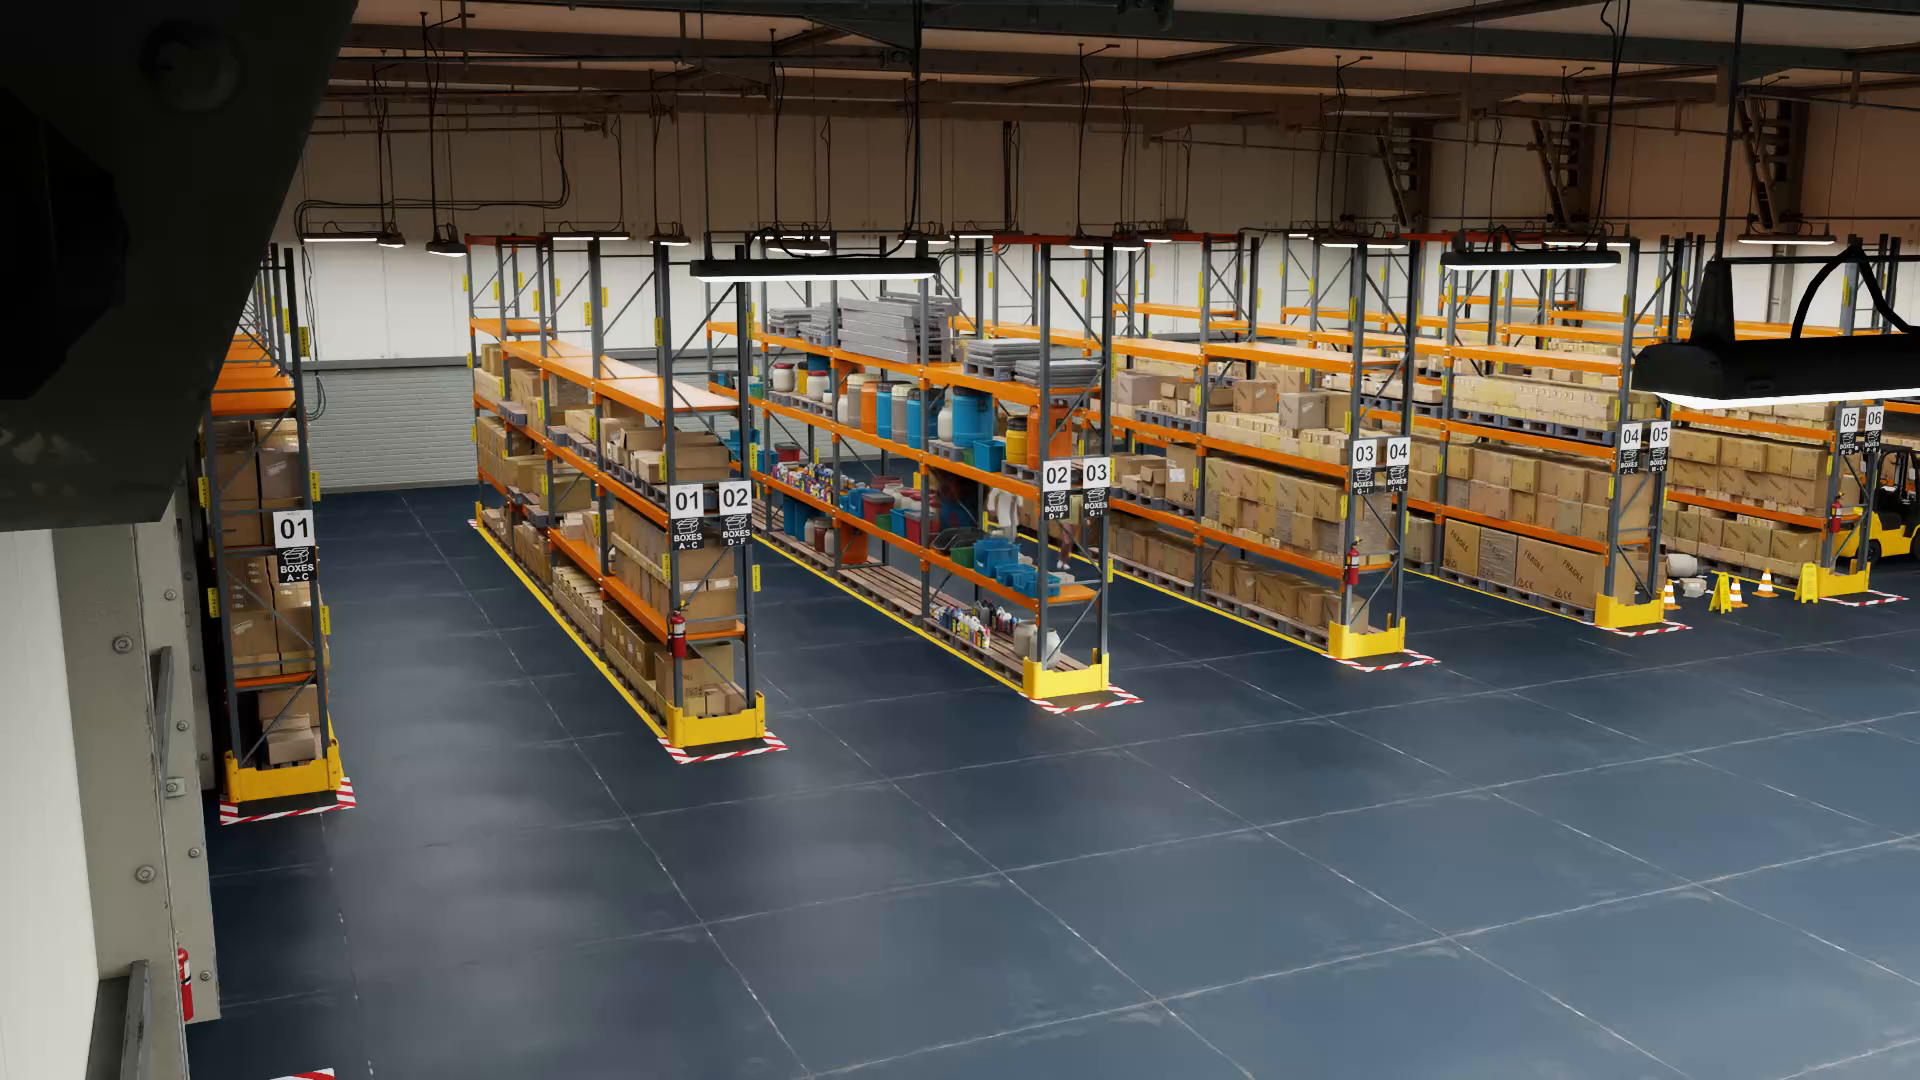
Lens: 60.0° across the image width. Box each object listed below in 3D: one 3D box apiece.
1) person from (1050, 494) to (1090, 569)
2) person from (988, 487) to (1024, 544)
[{"bbox_3d":[1.924,-0.279,28.770,0.573,1.642,0.723,-3,12,-17],"label":"person"},{"bbox_3d":[0.854,-0.492,31.192,0.706,1.706,0.712,-9,14,-40],"label":"person"}]
